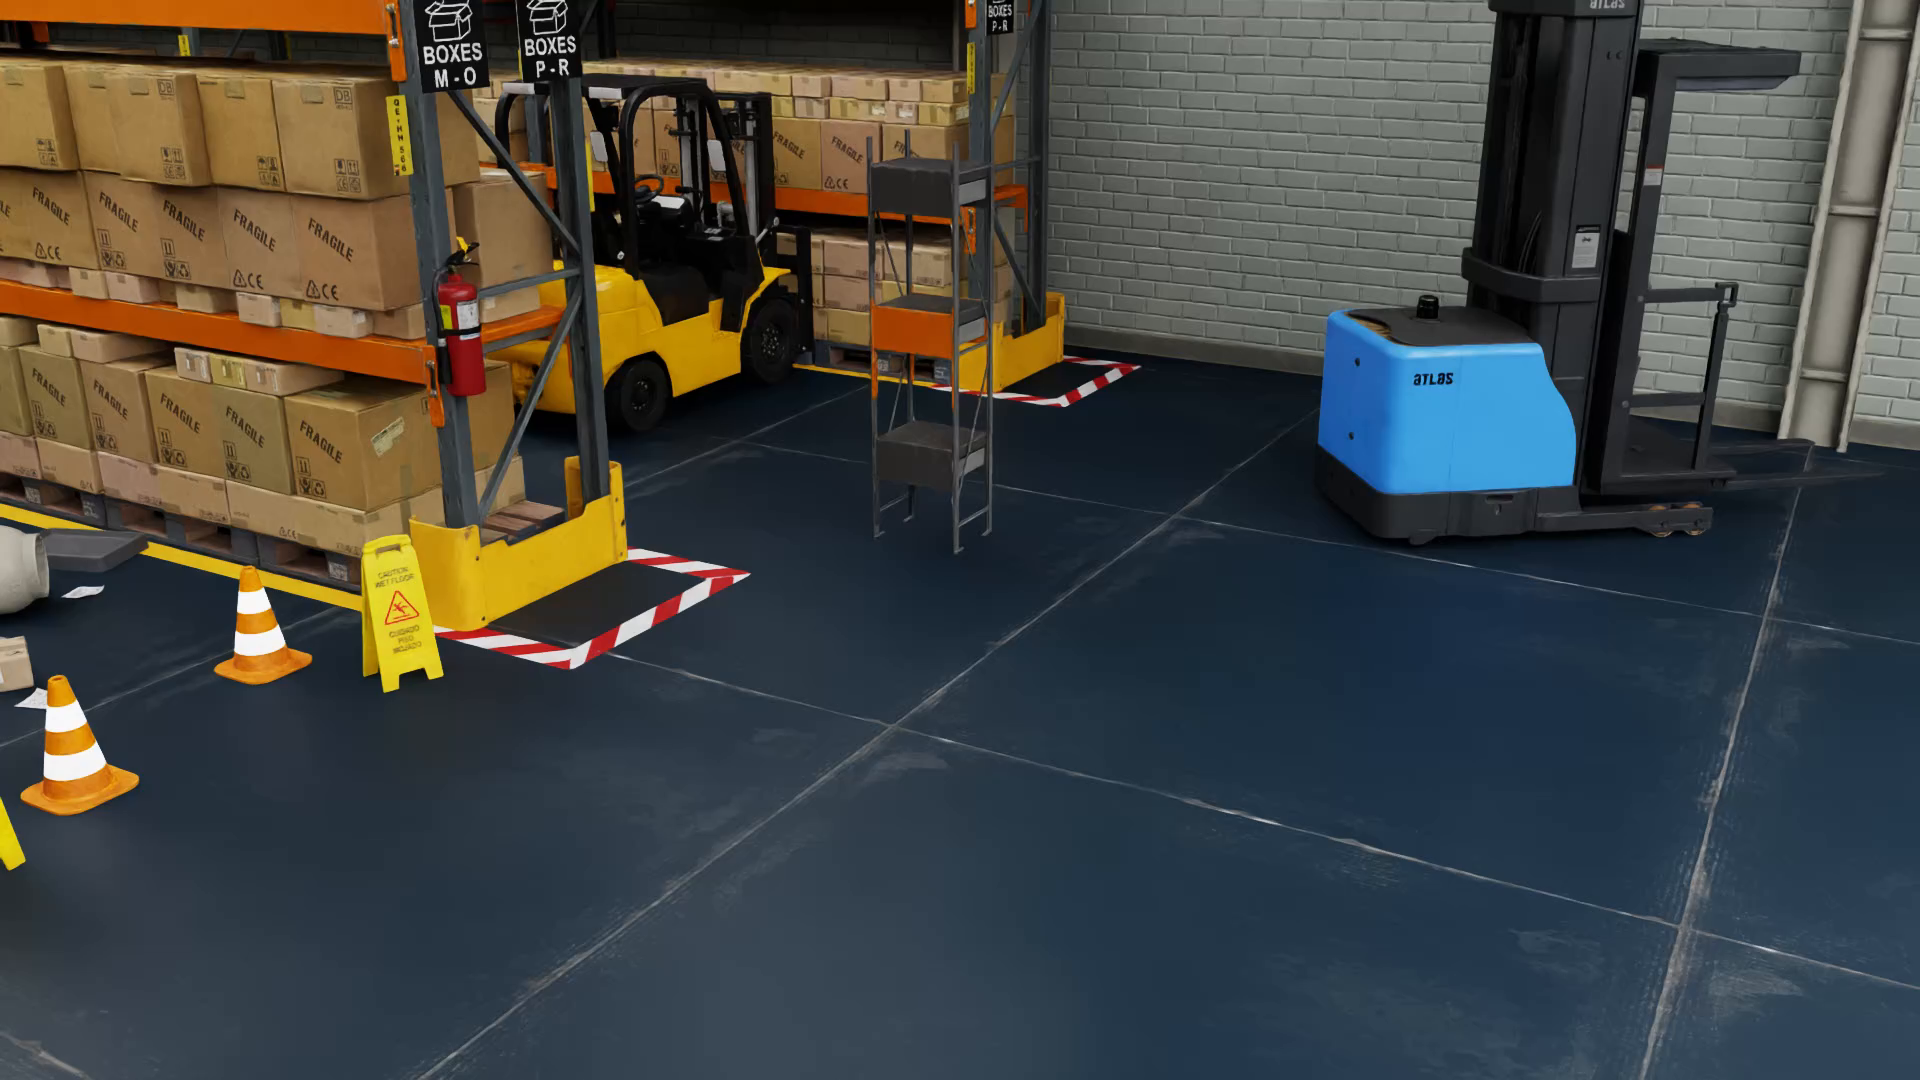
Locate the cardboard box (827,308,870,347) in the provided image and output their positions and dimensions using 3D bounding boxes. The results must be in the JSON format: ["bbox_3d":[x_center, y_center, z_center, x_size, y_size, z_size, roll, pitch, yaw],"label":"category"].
[{"bbox_3d":[-0.641,-1.620,12.349,0.500,0.250,0.500,11,23,27],"label":"cardboard box"}]

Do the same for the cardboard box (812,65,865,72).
[{"bbox_3d":[-0.918,-3.505,12.595,0.250,0.149,0.380,10,22,26],"label":"cardboard box"}]

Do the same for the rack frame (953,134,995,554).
[{"bbox_3d":[0.069,-0.974,8.471,0.015,2.100,0.400,11,23,27],"label":"rack frame"}]

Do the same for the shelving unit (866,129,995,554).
[{"bbox_3d":[-0.145,-1.015,8.583,0.503,2.100,0.431,11,23,27],"label":"shelving unit"}]

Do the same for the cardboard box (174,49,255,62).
[{"bbox_3d":[-7.005,-4.353,15.703,0.500,0.500,0.500,12,23,30],"label":"cardboard box"}]

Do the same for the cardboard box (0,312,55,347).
[{"bbox_3d":[-5.094,-1.178,9.079,0.250,0.149,0.380,11,23,28],"label":"cardboard box"}]

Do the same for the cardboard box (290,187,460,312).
[{"bbox_3d":[-2.673,-1.363,7.640,0.500,0.500,0.500,10,22,26],"label":"cardboard box"}]

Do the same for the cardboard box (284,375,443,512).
[{"bbox_3d":[-2.892,-0.480,8.107,0.500,0.500,0.500,11,23,28],"label":"cardboard box"}]

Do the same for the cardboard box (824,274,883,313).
[{"bbox_3d":[-0.657,-1.860,12.277,0.500,0.250,0.500,11,22,27],"label":"cardboard box"}]

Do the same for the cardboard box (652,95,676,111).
[{"bbox_3d":[-2.114,-3.347,12.595,0.250,0.149,0.380,11,22,27],"label":"cardboard box"}]

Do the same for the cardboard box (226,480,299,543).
[{"bbox_3d":[-3.350,-0.215,8.476,0.500,0.250,0.500,11,23,27],"label":"cardboard box"}]

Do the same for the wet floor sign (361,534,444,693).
[{"bbox_3d":[-2.421,0.289,7.121,0.267,0.644,0.232,-16,26,-38],"label":"wet floor sign"}]

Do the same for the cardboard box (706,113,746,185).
[{"bbox_3d":[-1.545,-2.951,12.455,0.500,0.500,0.500,11,23,28],"label":"cardboard box"}]

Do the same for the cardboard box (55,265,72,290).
[{"bbox_3d":[-4.499,-1.419,8.745,0.250,0.149,0.380,11,23,27],"label":"cardboard box"}]

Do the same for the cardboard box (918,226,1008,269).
[{"bbox_3d":[0.025,-2.157,12.363,0.500,0.250,0.500,10,22,26],"label":"cardboard box"}]

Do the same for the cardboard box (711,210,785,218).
[{"bbox_3d":[-1.731,-2.494,13.291,0.500,0.250,0.500,11,23,28],"label":"cardboard box"}]

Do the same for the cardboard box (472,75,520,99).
[{"bbox_3d":[-3.780,-3.691,13.544,0.250,0.149,0.380,10,22,27],"label":"cardboard box"}]

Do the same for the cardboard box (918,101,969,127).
[{"bbox_3d":[-0.087,-2.972,11.561,0.250,0.149,0.380,11,23,28],"label":"cardboard box"}]

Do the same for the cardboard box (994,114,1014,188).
[{"bbox_3d":[0.055,-2.858,12.198,0.500,0.500,0.500,12,23,29],"label":"cardboard box"}]

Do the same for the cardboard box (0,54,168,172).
[{"bbox_3d":[-4.418,-2.169,8.396,0.500,0.500,0.700,10,22,26],"label":"cardboard box"}]

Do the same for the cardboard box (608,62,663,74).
[{"bbox_3d":[-2.507,-3.605,12.871,0.250,0.149,0.380,10,22,26],"label":"cardboard box"}]

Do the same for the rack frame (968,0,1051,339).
[{"bbox_3d":[0.353,-2.646,11.760,0.127,3.000,1.000,11,23,27],"label":"rack frame"}]

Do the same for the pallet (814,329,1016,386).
[{"bbox_3d":[-0.336,-1.450,12.552,1.213,0.211,1.003,11,23,27],"label":"pallet"}]

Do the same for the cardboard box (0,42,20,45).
[{"bbox_3d":[-9.811,-4.739,16.768,0.500,0.500,0.700,11,23,29],"label":"cardboard box"}]

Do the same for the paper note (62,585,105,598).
[{"bbox_3d":[-4.286,0.248,8.136,0.148,0.019,0.142,3,20,9],"label":"paper note"}]

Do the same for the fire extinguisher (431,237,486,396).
[{"bbox_3d":[-2.190,-0.975,7.267,0.183,0.674,0.296,11,23,27],"label":"fire extinguisher"}]

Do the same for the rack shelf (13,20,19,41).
[{"bbox_3d":[-7.303,-3.237,10.047,4.000,0.370,1.077,11,23,27],"label":"rack shelf"}]

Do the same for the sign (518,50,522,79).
[{"bbox_3d":[-3.396,-3.655,12.960,0.005,0.325,0.100,11,23,27],"label":"sign"}]

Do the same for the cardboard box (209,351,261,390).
[{"bbox_3d":[-3.463,-0.869,8.228,0.250,0.149,0.380,11,23,28],"label":"cardboard box"}]

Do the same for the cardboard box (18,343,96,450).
[{"bbox_3d":[-4.701,-0.826,9.060,0.500,0.500,0.500,12,23,29],"label":"cardboard box"}]

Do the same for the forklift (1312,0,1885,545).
[{"bbox_3d":[3.587,-1.568,8.891,3.031,2.935,1.130,-3,20,-8],"label":"forklift"}]

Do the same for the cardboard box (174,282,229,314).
[{"bbox_3d":[-3.647,-1.240,8.252,0.250,0.149,0.380,11,22,27],"label":"cardboard box"}]

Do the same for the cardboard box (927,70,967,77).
[{"bbox_3d":[-0.038,-3.320,12.084,0.250,0.149,0.380,12,23,29],"label":"cardboard box"}]

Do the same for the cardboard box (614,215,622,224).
[{"bbox_3d":[-2.429,-2.424,13.099,0.500,0.250,0.500,11,23,27],"label":"cardboard box"}]

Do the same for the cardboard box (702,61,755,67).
[{"bbox_3d":[-1.811,-3.673,13.059,0.250,0.149,0.380,10,22,26],"label":"cardboard box"}]

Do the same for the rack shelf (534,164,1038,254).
[{"bbox_3d":[-1.394,-2.640,12.800,4.000,0.370,1.077,11,23,27],"label":"rack shelf"}]

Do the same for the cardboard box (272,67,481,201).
[{"bbox_3d":[-2.617,-1.844,7.501,0.500,0.500,0.700,10,22,26],"label":"cardboard box"}]

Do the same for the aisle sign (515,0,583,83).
[{"bbox_3d":[-1.860,-2.472,7.467,0.004,0.787,0.394,11,23,27],"label":"aisle sign"}]

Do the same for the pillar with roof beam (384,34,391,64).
[{"bbox_3d":[-7.153,-5.566,11.014,0.400,9.000,9.100,11,23,27],"label":"pillar with roof beam"}]

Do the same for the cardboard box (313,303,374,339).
[{"bbox_3d":[-2.771,-1.057,7.749,0.250,0.149,0.380,10,22,27],"label":"cardboard box"}]

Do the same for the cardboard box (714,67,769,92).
[{"bbox_3d":[-1.616,-3.435,12.401,0.250,0.149,0.380,11,23,28],"label":"cardboard box"}]

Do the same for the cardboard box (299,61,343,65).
[{"bbox_3d":[-5.770,-4.263,15.120,0.250,0.149,0.380,11,23,27],"label":"cardboard box"}]

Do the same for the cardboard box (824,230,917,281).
[{"bbox_3d":[-0.650,-2.088,12.171,0.500,0.250,0.500,11,23,28],"label":"cardboard box"}]

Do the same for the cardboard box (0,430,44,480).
[{"bbox_3d":[-5.174,-0.559,9.424,0.500,0.250,0.500,10,22,25],"label":"cardboard box"}]

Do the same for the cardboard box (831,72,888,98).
[{"bbox_3d":[-0.716,-3.265,11.933,0.250,0.149,0.380,11,23,28],"label":"cardboard box"}]

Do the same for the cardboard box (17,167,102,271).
[{"bbox_3d":[-4.427,-1.699,8.568,0.500,0.500,0.500,11,22,27],"label":"cardboard box"}]

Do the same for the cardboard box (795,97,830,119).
[{"bbox_3d":[-0.988,-3.142,12.030,0.250,0.149,0.380,10,22,26],"label":"cardboard box"}]

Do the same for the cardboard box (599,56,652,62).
[{"bbox_3d":[-2.713,-3.840,13.517,0.250,0.149,0.380,11,23,27],"label":"cardboard box"}]
